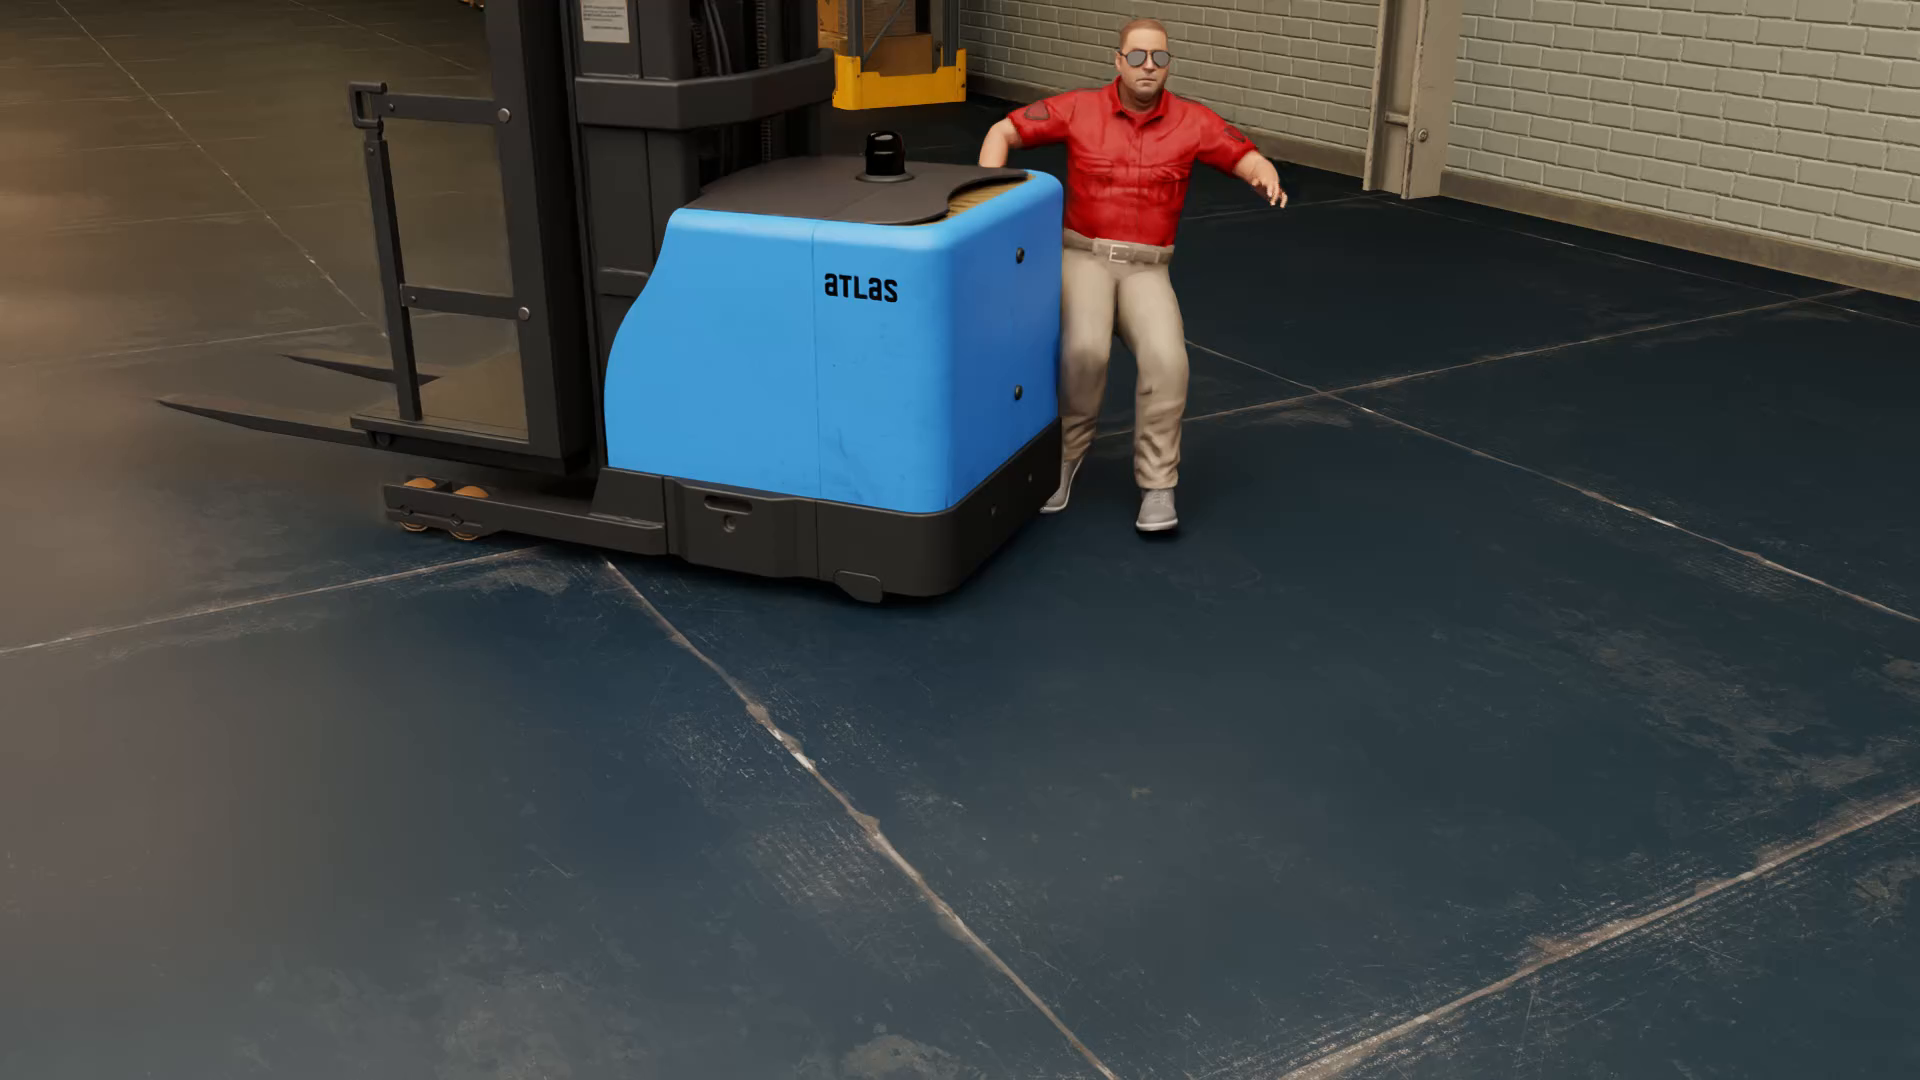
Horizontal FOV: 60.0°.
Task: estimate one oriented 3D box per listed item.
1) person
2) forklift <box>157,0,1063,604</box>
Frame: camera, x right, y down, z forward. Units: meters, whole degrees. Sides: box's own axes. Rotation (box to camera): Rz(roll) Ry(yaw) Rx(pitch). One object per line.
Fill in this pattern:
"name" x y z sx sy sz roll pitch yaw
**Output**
"person" 0.527 -0.833 5.208 0.968 1.491 0.846 -3 23 -8
"forklift" -1.242 -1.526 4.994 3.031 2.935 1.130 9 24 21
